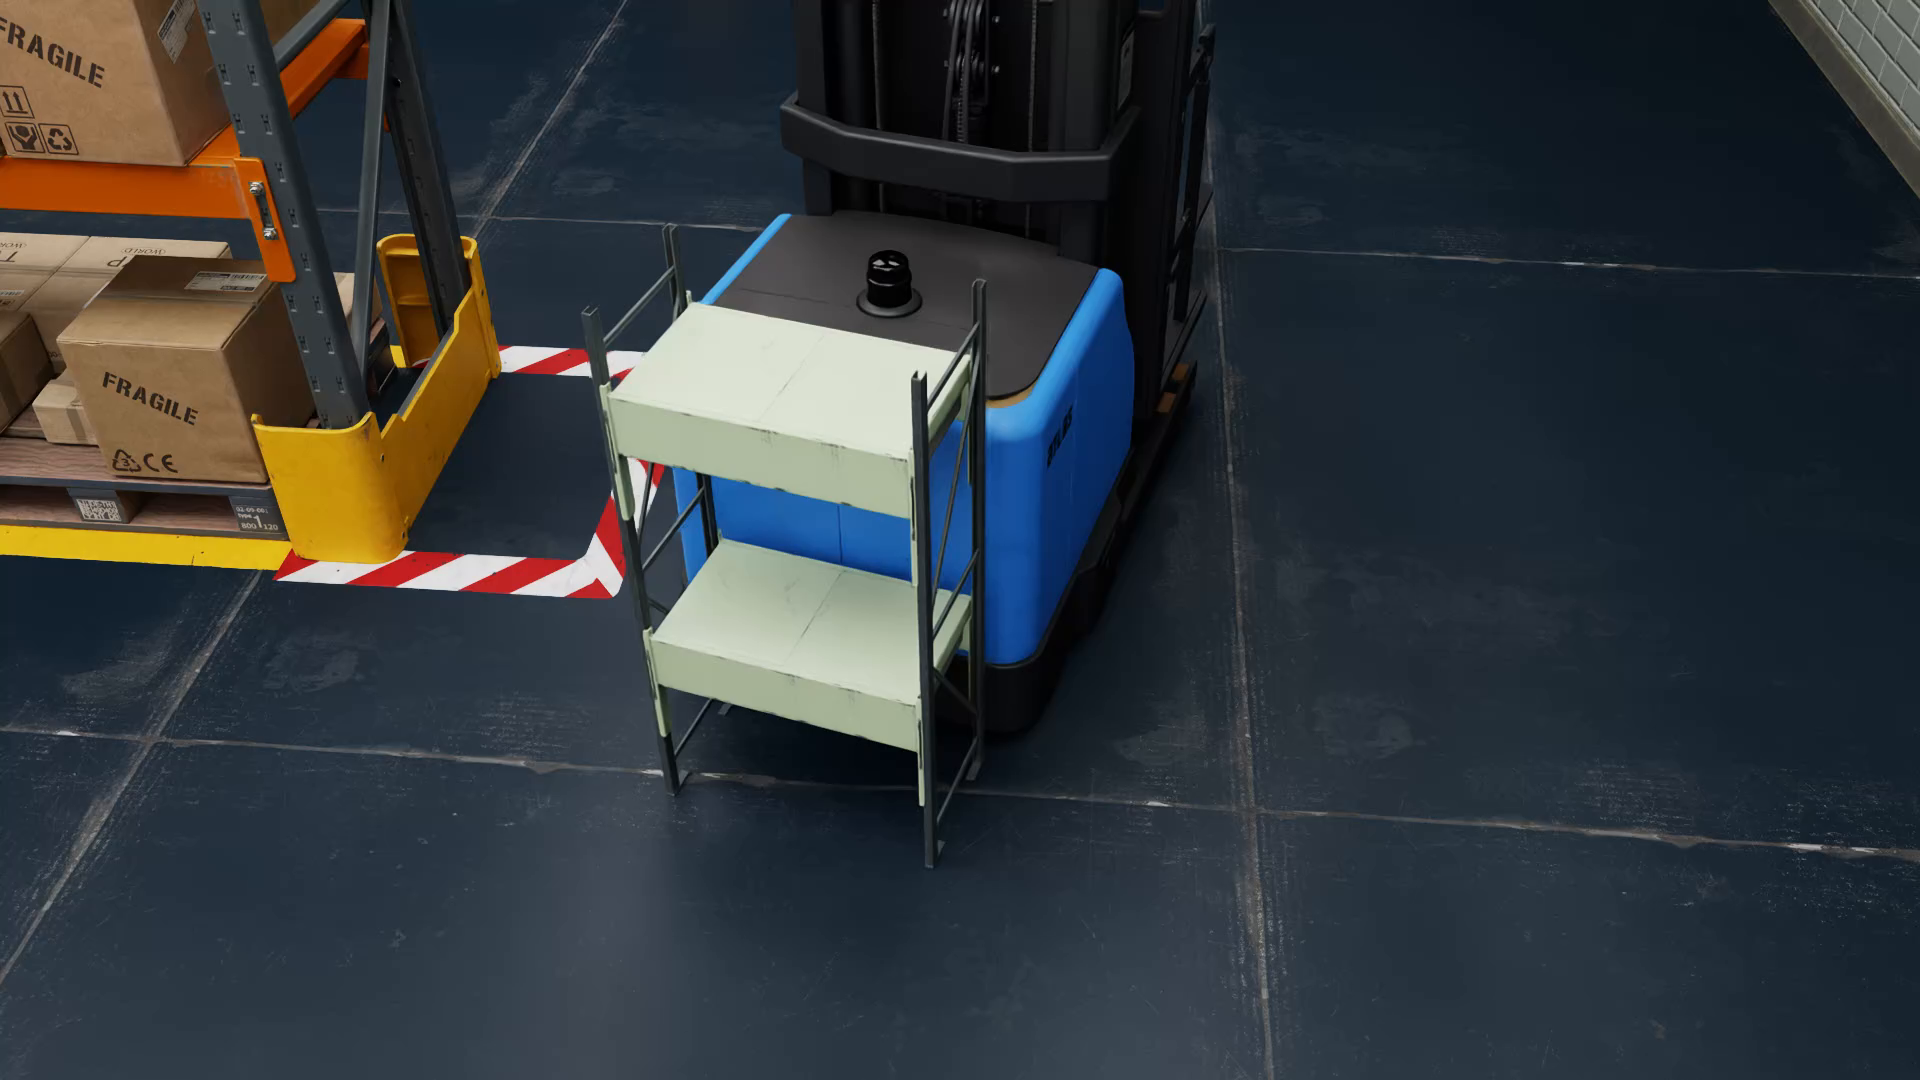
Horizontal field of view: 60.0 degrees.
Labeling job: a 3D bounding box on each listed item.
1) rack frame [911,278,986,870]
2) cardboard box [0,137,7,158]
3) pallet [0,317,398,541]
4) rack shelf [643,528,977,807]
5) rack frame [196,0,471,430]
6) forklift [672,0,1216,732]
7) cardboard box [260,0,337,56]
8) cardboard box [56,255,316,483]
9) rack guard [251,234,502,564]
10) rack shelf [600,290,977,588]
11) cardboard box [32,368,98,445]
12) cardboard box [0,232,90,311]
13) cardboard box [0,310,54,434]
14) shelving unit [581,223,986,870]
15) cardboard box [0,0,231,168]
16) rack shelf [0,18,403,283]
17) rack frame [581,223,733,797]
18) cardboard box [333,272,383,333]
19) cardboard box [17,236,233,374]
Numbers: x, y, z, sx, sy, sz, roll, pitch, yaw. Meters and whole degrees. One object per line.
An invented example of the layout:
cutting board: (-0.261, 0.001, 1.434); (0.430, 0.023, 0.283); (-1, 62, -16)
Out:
rack frame: (-0.016, 0.139, 3.885); (0.023, 1.500, 0.400); (13, 42, 15)
cardboard box: (-2.784, -1.376, 4.486); (0.500, 0.500, 0.500); (3, 39, 4)
pallet: (-2.667, -0.424, 5.603); (1.213, 0.211, 1.003); (3, 39, 4)
rack shelf: (-0.359, 0.311, 4.190); (0.720, 0.370, 0.431); (13, 42, 15)
rack frame: (-1.797, -1.458, 4.665); (0.127, 3.000, 1.000); (3, 39, 4)
forklift: (0.188, -1.554, 4.837); (1.130, 2.935, 3.031); (12, 41, 15)
cardboard box: (-2.217, -1.687, 4.867); (0.500, 0.500, 0.500); (4, 39, 5)
cardboard box: (-2.360, -0.534, 5.162); (0.500, 0.500, 0.500); (3, 39, 4)
rack guard: (-1.873, -0.493, 5.460); (0.348, 0.500, 1.175); (3, 39, 4)
rack shelf: (-0.363, -0.237, 3.728); (0.720, 0.370, 0.431); (13, 42, 15)
cardboard box: (-2.756, -0.483, 5.364); (0.250, 0.166, 0.380); (3, 39, 4)
cardboard box: (-3.311, -0.825, 5.717); (0.500, 0.250, 0.500); (3, 39, 4)
cardboard box: (-3.304, -0.508, 5.327); (0.500, 0.250, 0.500); (3, 39, 4)
shelving unit: (-0.361, 0.062, 3.980); (0.755, 1.500, 0.431); (13, 42, 15)
cardboard box: (-2.267, -1.350, 4.454); (0.500, 0.500, 0.500); (4, 39, 5)
rack shelf: (-3.790, -1.288, 5.026); (4.000, 0.370, 1.077); (3, 39, 4)
rack frame: (-0.706, -0.015, 4.074); (0.023, 1.500, 0.400); (13, 42, 15)
cardboard box: (-2.185, -0.762, 5.720); (0.250, 0.149, 0.380); (3, 39, 4)
cardboard box: (-2.813, -0.798, 5.684); (0.500, 0.250, 0.500); (3, 39, 4)
